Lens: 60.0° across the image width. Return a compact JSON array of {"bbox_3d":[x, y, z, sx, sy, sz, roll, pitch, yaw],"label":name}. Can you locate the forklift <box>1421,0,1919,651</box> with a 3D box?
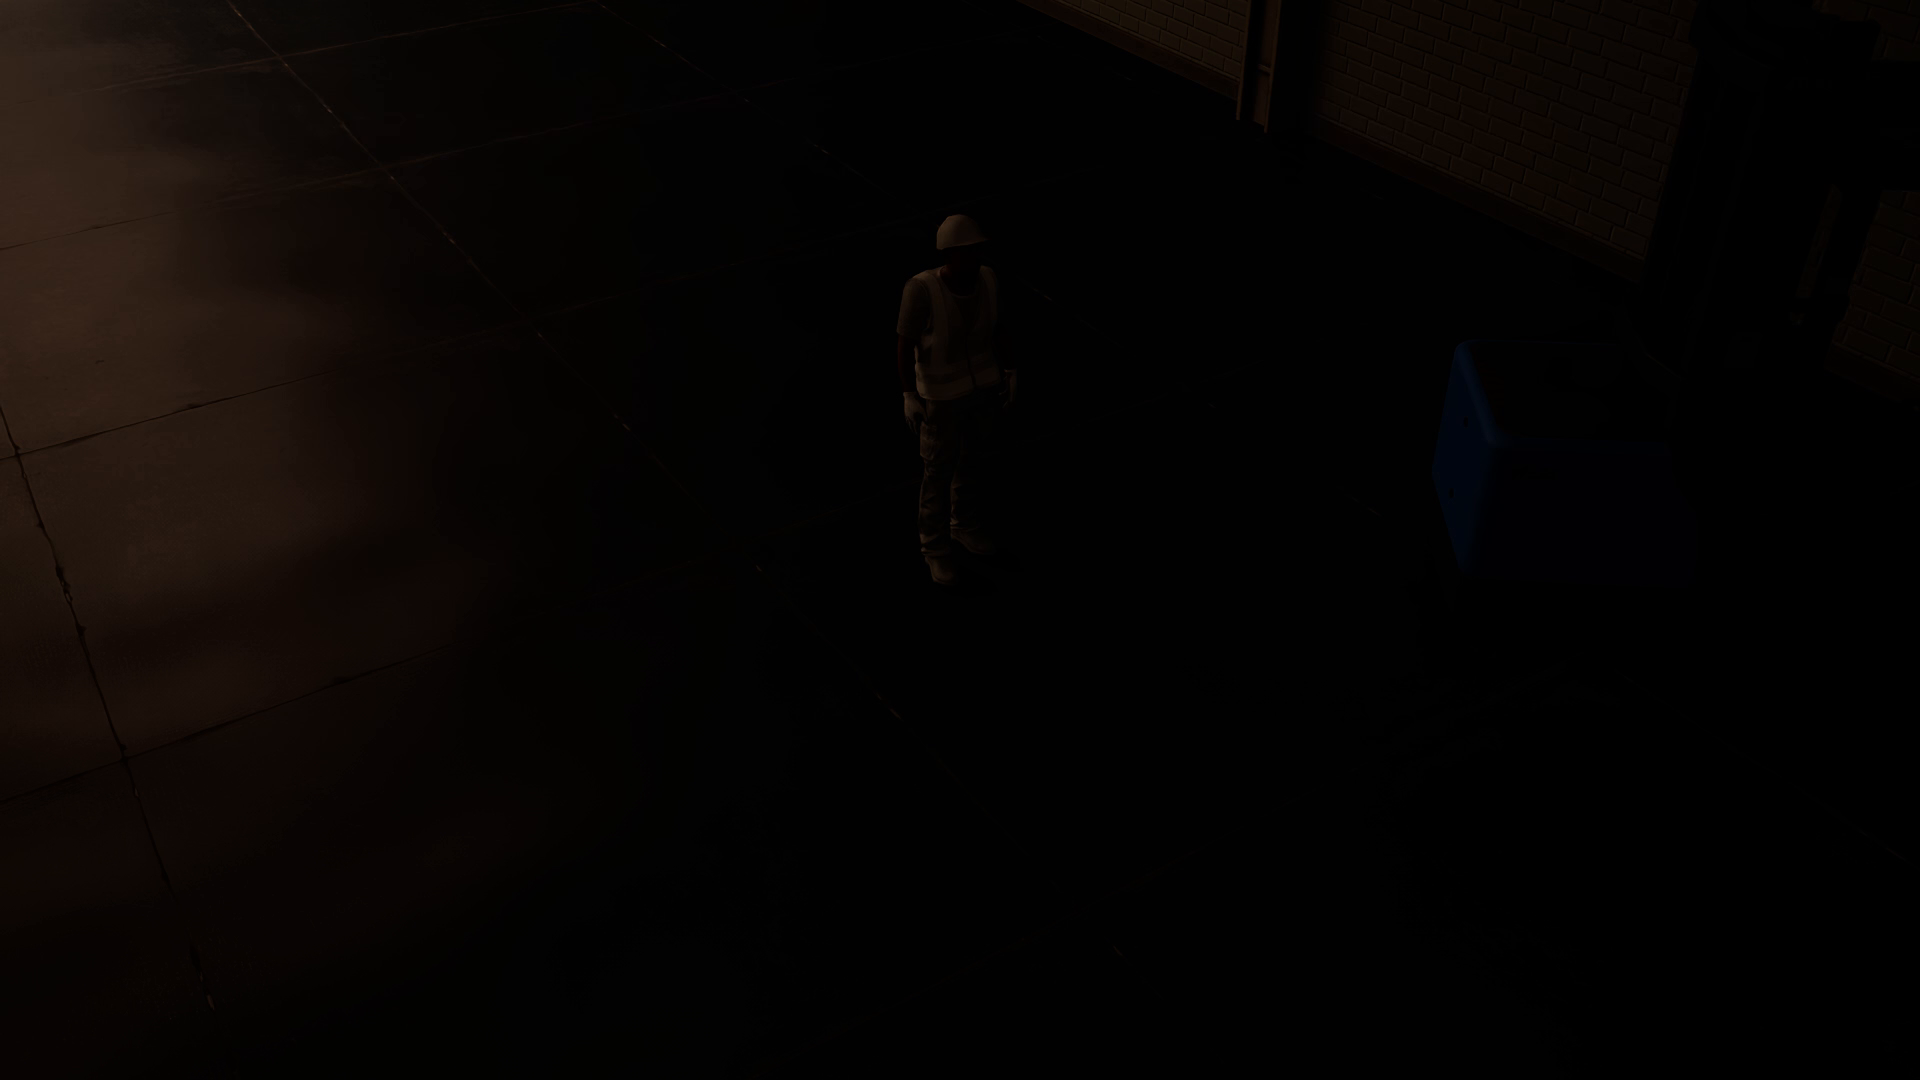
[{"bbox_3d":[3.918,-0.988,7.553,3.031,2.935,1.130,2,35,4],"label":"forklift"}]

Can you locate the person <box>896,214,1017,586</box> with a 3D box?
[{"bbox_3d":[0.033,-0.698,8.127,0.656,1.784,0.575,-21,40,-27],"label":"person"}]
